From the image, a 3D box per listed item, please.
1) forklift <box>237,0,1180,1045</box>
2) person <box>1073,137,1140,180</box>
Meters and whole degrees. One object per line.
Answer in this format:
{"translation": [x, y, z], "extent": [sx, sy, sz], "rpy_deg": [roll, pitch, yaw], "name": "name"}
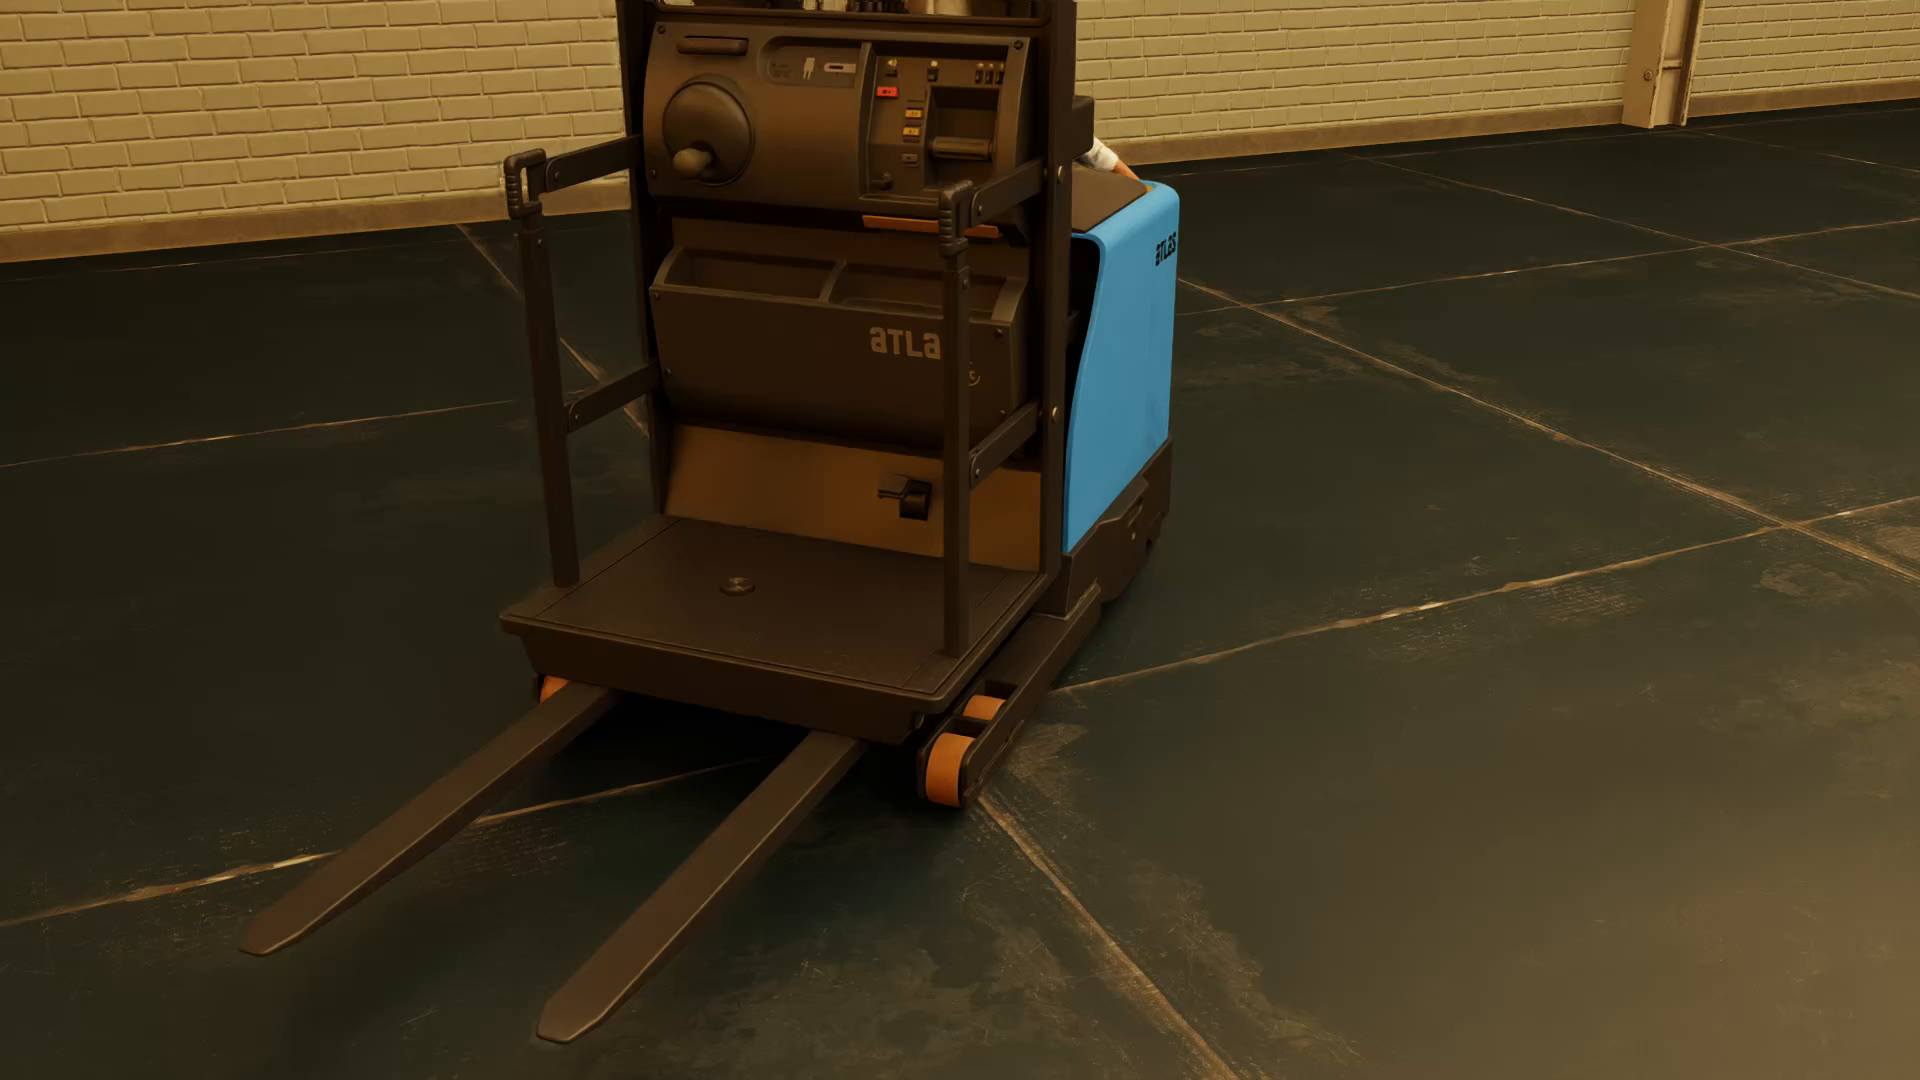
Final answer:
{"translation": [-0.370, -0.942, 3.554], "extent": [1.130, 2.935, 3.031], "rpy_deg": [9, 24, 20], "name": "forklift"}
{"translation": [0.440, -0.962, 5.631], "extent": [0.778, 1.360, 0.940], "rpy_deg": [-13, 26, -29], "name": "person"}
